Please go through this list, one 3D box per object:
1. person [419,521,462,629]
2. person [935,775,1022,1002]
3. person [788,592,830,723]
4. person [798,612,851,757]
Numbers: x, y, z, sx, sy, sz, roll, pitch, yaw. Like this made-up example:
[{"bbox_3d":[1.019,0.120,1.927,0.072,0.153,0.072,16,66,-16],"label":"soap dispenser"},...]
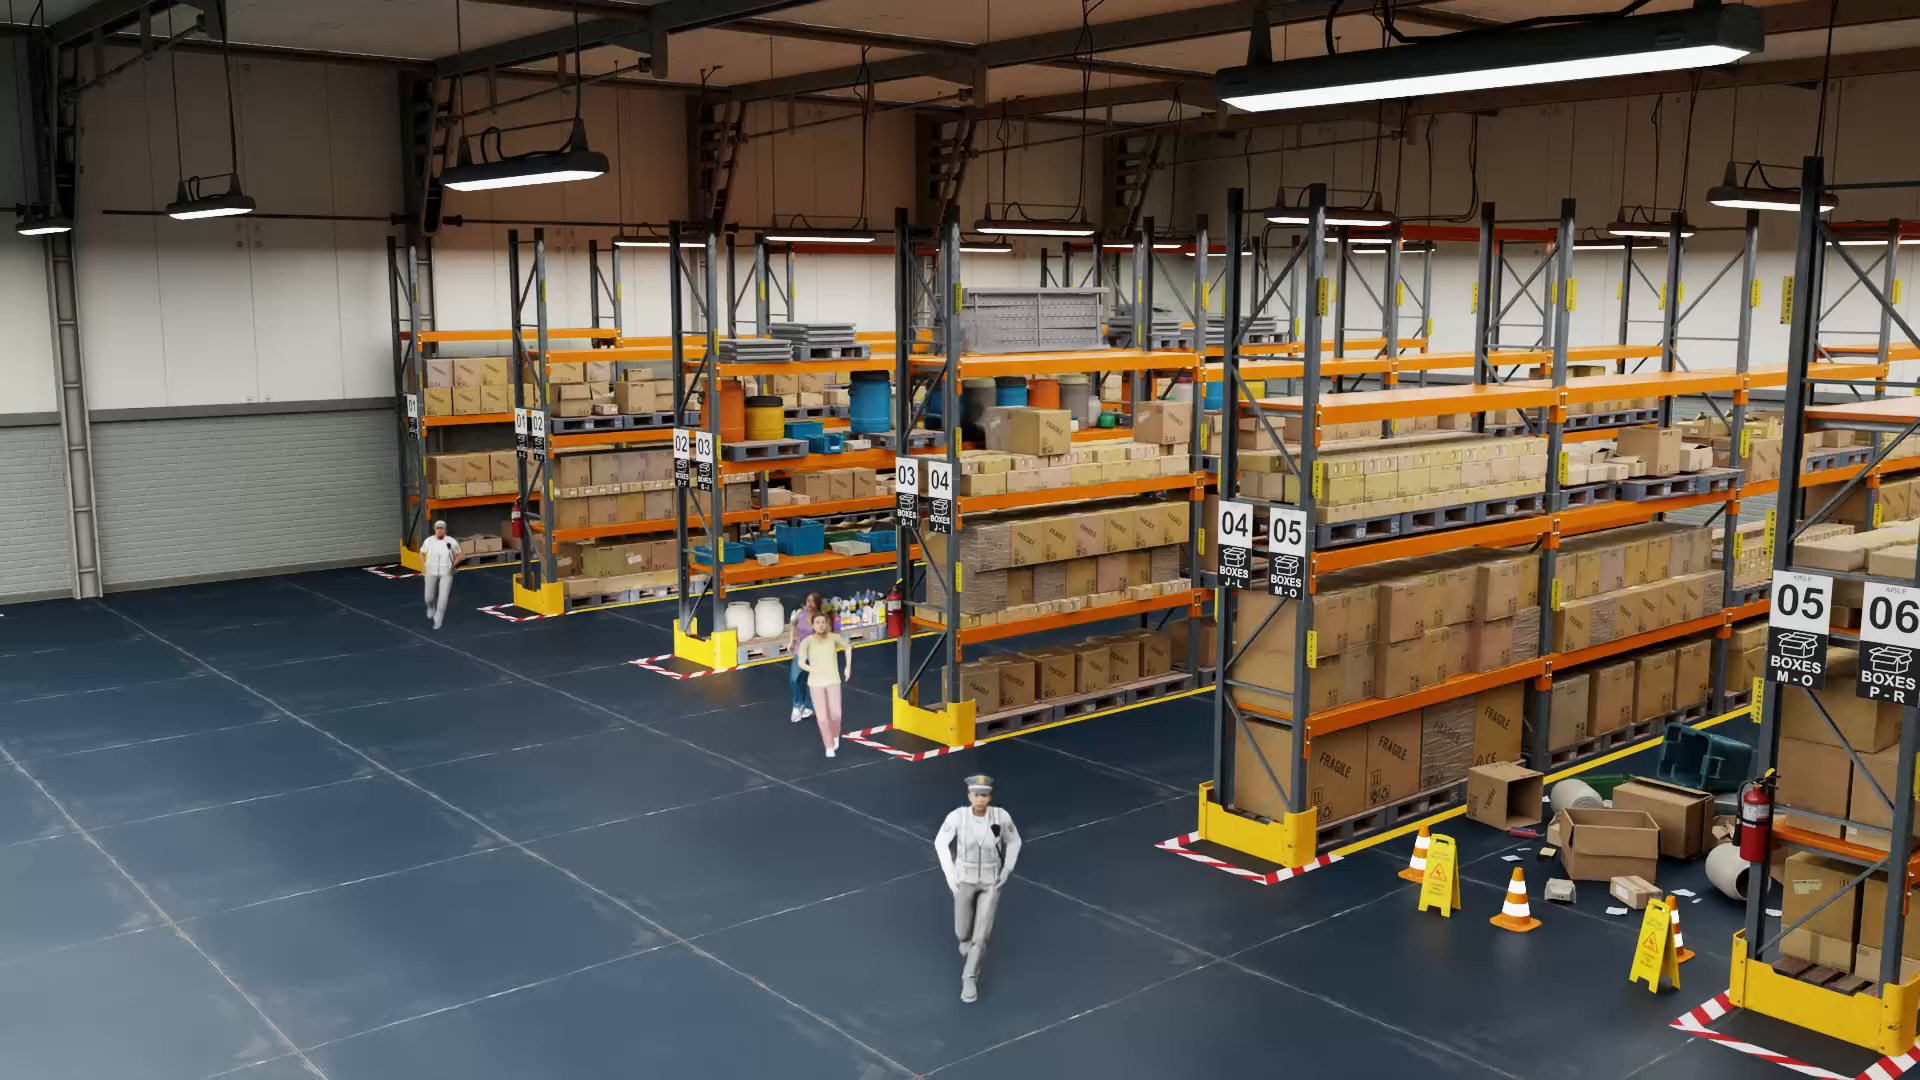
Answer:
[{"bbox_3d":[-7.886,0.506,25.291,0.629,1.632,0.555,-2,9,-12],"label":"person"},{"bbox_3d":[0.137,2.497,12.269,0.641,1.661,0.622,0,9,-2],"label":"person"},{"bbox_3d":[-1.782,1.379,19.650,0.542,1.557,0.607,1,9,7],"label":"person"},{"bbox_3d":[-1.478,1.587,18.198,0.583,1.624,0.524,-1,9,-4],"label":"person"}]
